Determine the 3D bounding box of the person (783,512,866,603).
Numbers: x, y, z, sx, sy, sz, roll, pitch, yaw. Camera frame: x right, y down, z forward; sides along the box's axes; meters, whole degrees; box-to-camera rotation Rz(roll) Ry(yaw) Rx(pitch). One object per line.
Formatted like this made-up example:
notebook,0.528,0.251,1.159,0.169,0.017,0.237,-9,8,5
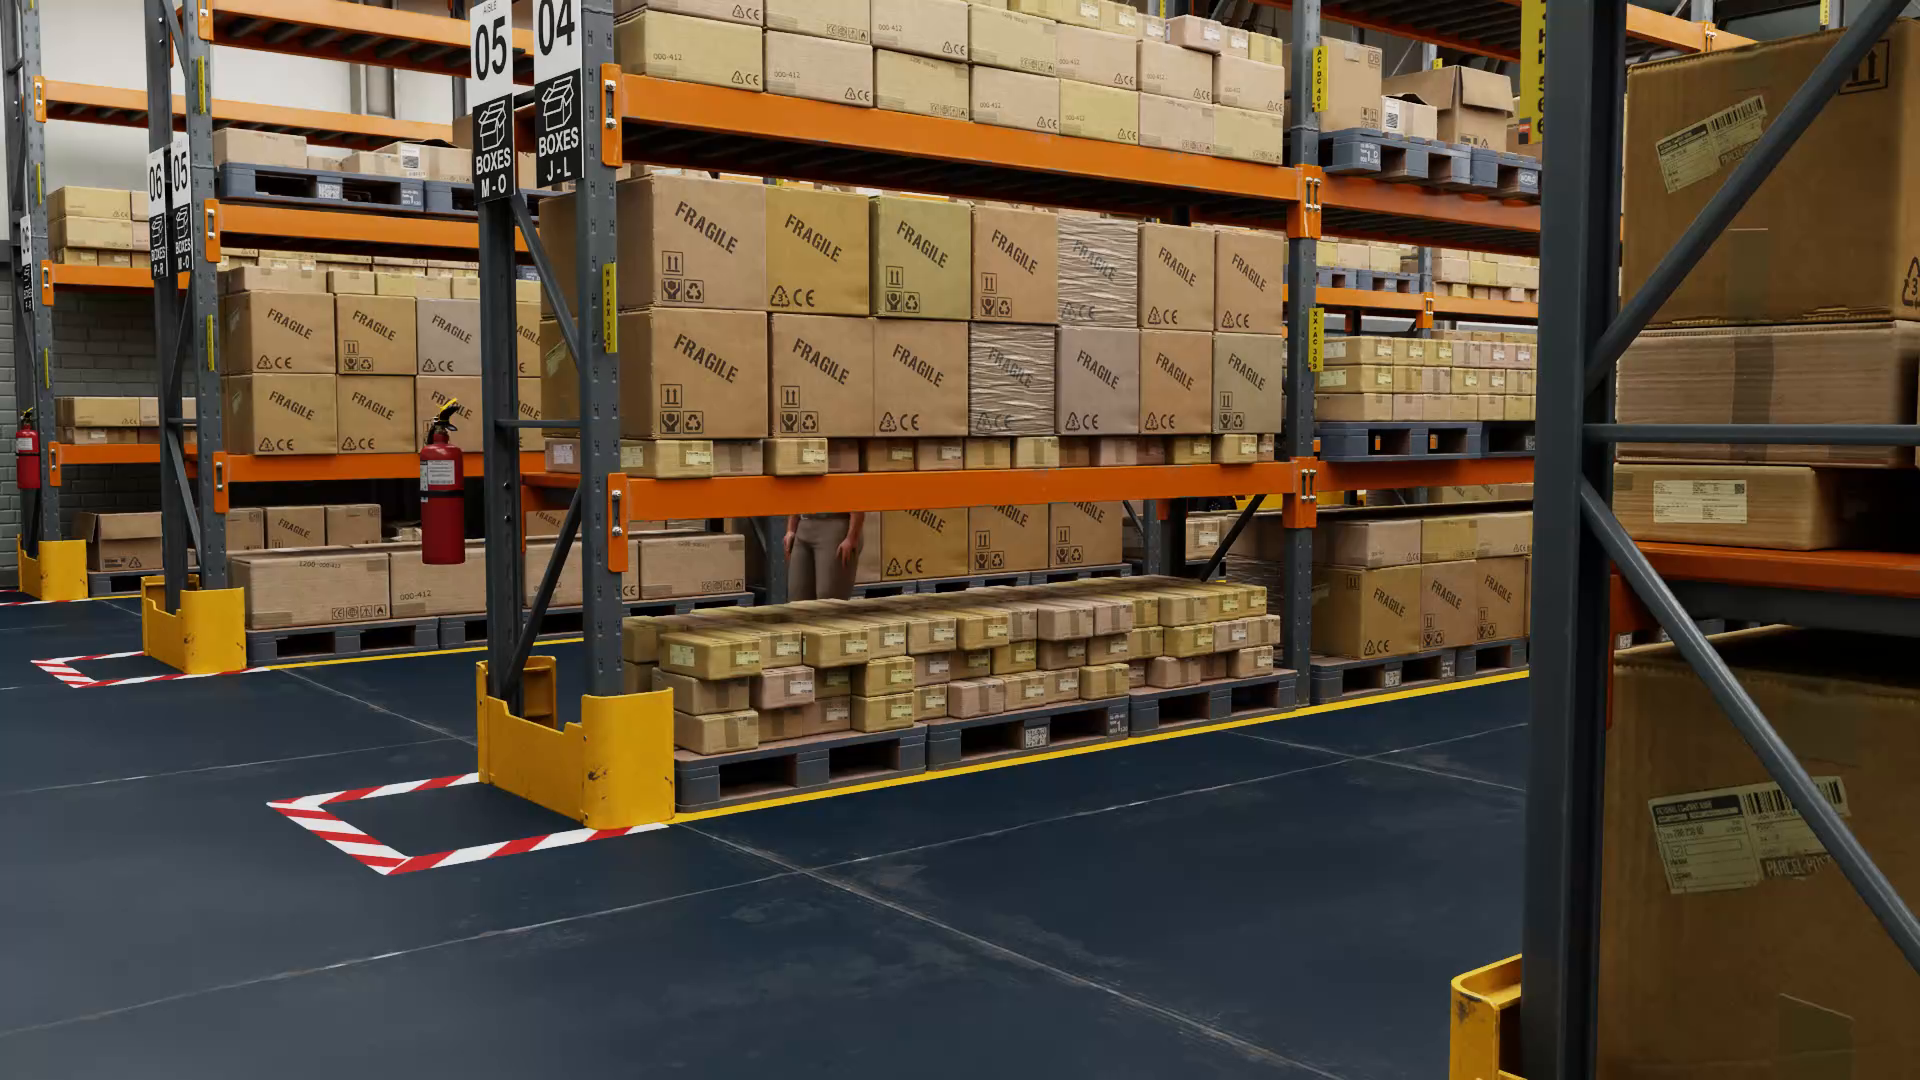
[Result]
person,-0.760,-0.009,9.200,0.394,1.726,0.604,-4,6,-43
